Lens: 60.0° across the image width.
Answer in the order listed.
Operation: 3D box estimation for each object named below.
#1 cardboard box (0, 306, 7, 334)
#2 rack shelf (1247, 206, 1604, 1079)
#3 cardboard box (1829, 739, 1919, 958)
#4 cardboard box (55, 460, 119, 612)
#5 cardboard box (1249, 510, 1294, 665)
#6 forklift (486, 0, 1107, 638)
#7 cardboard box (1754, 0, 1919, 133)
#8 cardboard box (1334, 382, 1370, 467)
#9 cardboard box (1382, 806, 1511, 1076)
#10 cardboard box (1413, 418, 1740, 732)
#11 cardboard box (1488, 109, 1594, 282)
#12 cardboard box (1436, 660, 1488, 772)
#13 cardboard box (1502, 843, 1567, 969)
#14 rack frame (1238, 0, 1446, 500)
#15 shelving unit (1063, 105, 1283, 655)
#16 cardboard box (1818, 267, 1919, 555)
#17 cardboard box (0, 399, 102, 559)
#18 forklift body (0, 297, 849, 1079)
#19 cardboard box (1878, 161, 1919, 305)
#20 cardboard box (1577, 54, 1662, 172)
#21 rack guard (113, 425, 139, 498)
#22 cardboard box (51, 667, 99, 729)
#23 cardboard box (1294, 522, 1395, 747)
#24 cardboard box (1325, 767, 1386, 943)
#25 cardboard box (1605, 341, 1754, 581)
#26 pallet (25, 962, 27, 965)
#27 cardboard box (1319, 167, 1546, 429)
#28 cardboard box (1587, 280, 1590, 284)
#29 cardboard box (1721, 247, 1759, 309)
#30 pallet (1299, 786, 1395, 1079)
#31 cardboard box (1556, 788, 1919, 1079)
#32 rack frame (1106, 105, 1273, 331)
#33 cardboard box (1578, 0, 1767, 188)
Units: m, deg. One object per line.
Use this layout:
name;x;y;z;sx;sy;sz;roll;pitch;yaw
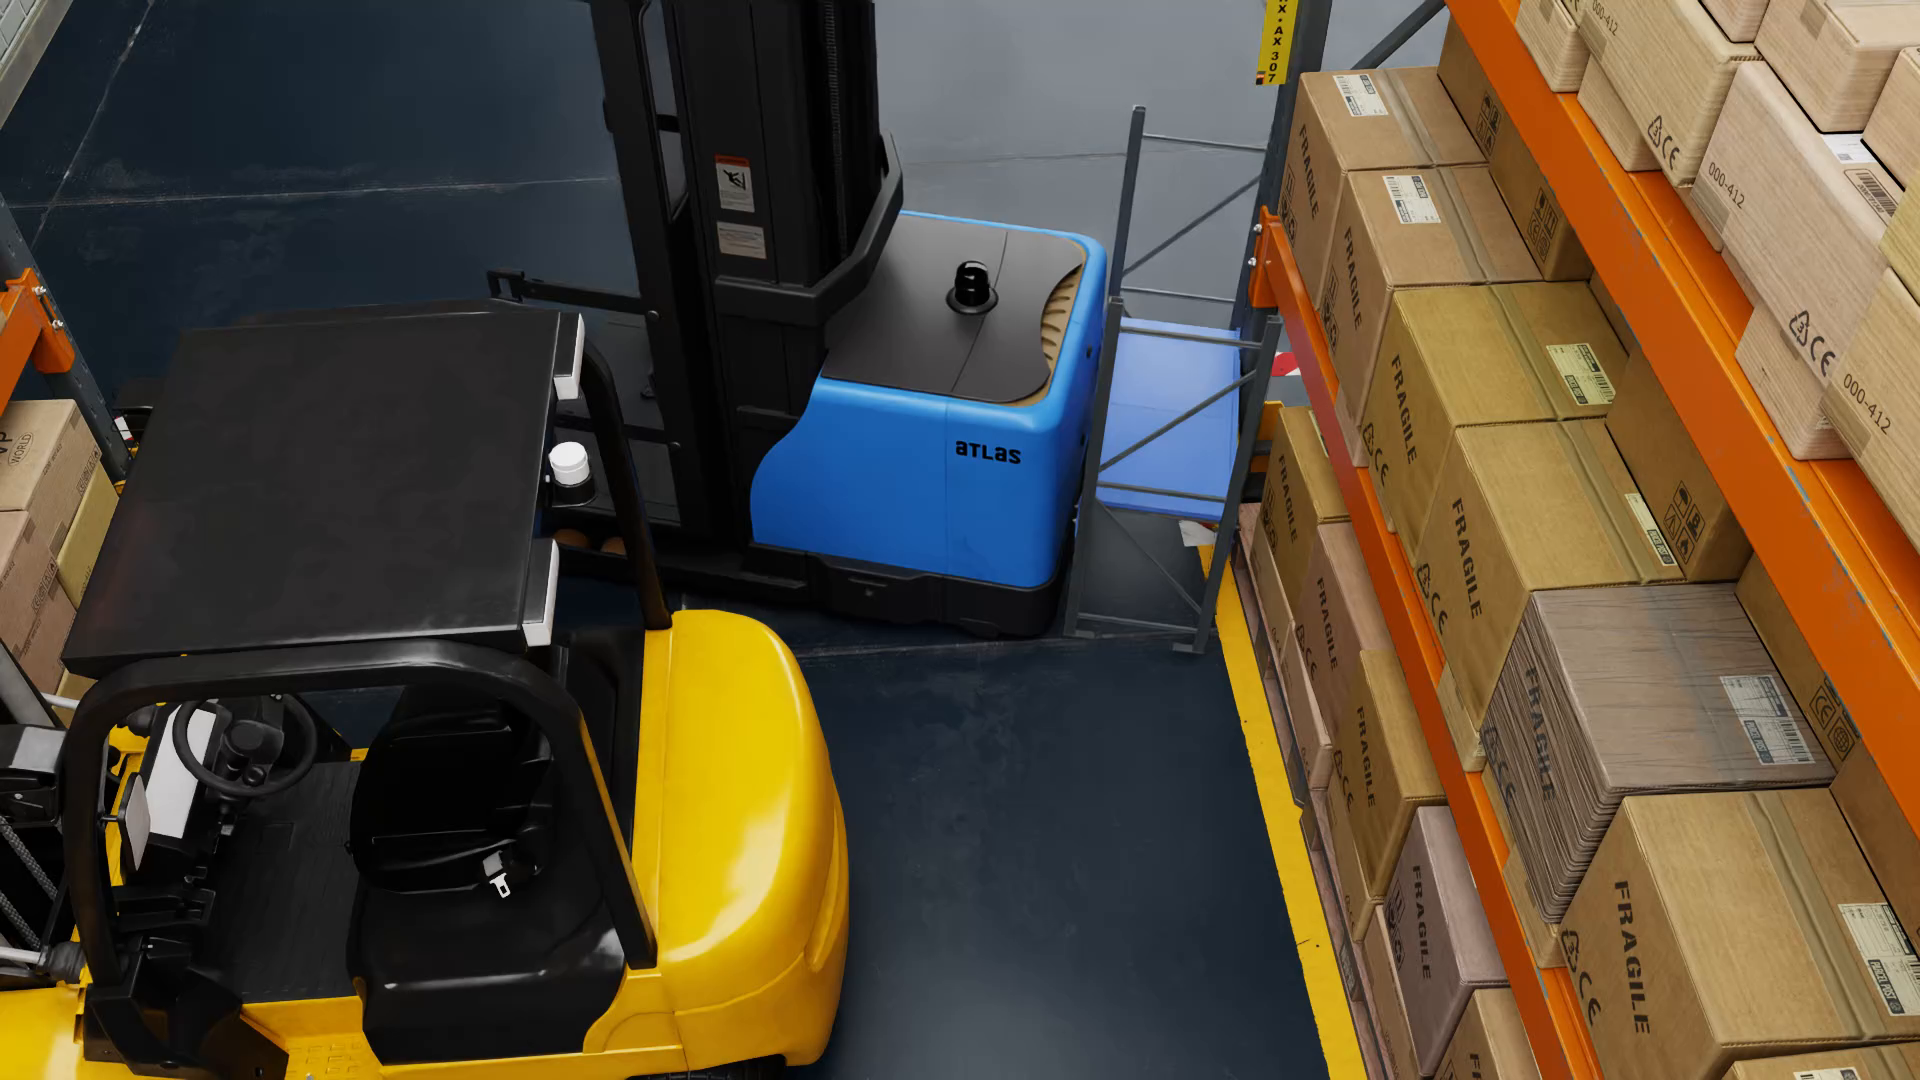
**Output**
cardboard box;-3.139;-0.649;4.729;0.500;0.500;0.500;-4;47;-4
rack shelf;1.672;0.436;4.267;1.077;0.370;4.000;-3;47;-3
cardboard box;1.997;0.453;2.793;0.700;0.500;0.500;-3;47;-3
cardboard box;-3.090;0.008;5.437;0.500;0.250;0.500;-4;47;-4
cardboard box;1.296;0.143;5.653;0.500;0.250;0.500;-4;47;-4
forklift;-1.048;-1.221;5.388;3.031;2.935;1.130;9;47;9
cardboard box;1.419;-0.735;2.438;0.380;0.149;0.250;-3;47;-3
cardboard box;1.278;-0.349;4.687;0.380;0.149;0.250;-3;47;-3
cardboard box;1.434;1.030;4.297;0.500;0.500;0.500;-1;47;-1
cardboard box;1.408;0.075;3.839;0.500;0.500;0.500;-4;47;-4
cardboard box;1.799;-1.016;4.184;0.700;0.500;0.500;-3;47;-3
cardboard box;1.371;0.402;3.976;0.380;0.149;0.250;-3;47;-3
cardboard box;1.420;0.773;3.625;0.380;0.149;0.250;-4;47;-4
rack frame;1.504;-1.259;5.376;1.000;3.000;0.127;-3;47;-3
shelving unit;0.716;-0.517;5.672;0.538;1.500;1.048;8;47;4
cardboard box;1.490;-0.115;2.126;0.500;0.250;0.500;-4;47;-4
cardboard box;-3.092;-0.183;5.273;0.500;0.250;0.500;-2;47;-2
forklift body;-1.465;0.599;4.202;2.313;2.155;1.214;-3;47;-3
cardboard box;1.412;-0.357;2.080;0.380;0.149;0.250;-2;47;-2
cardboard box;1.383;-0.821;3.069;0.380;0.149;0.250;-5;47;-4
rack guard;-3.444;-0.112;6.012;1.175;0.500;0.348;-3;47;-3
cardboard box;-3.055;0.528;5.289;0.500;0.250;0.500;-3;47;-3
cardboard box;1.347;0.280;5.007;0.500;0.500;0.500;-5;47;-5
cardboard box;1.390;0.907;4.930;0.500;0.250;0.500;-1;47;-1
cardboard box;1.848;-0.284;3.491;0.700;0.500;0.500;-4;47;-4
pallet;-3.237;1.436;4.745;1.003;0.211;1.213;-3;47;-3
cardboard box;1.314;-0.661;4.536;0.500;0.500;0.500;-2;47;-2
cardboard box;1.861;-0.657;4.532;0.500;0.500;0.500;-3;47;-3
cardboard box;1.499;-0.458;2.725;0.380;0.149;0.250;-3;47;-2
pallet;1.642;1.226;4.944;1.003;0.211;1.213;-3;47;-3
cardboard box;1.504;0.820;3.133;0.500;0.500;0.500;-2;47;-2
rack frame;0.787;-0.882;6.018;0.500;1.500;0.032;8;47;4
cardboard box;1.404;-0.852;2.823;0.500;0.250;0.500;-3;47;-2
